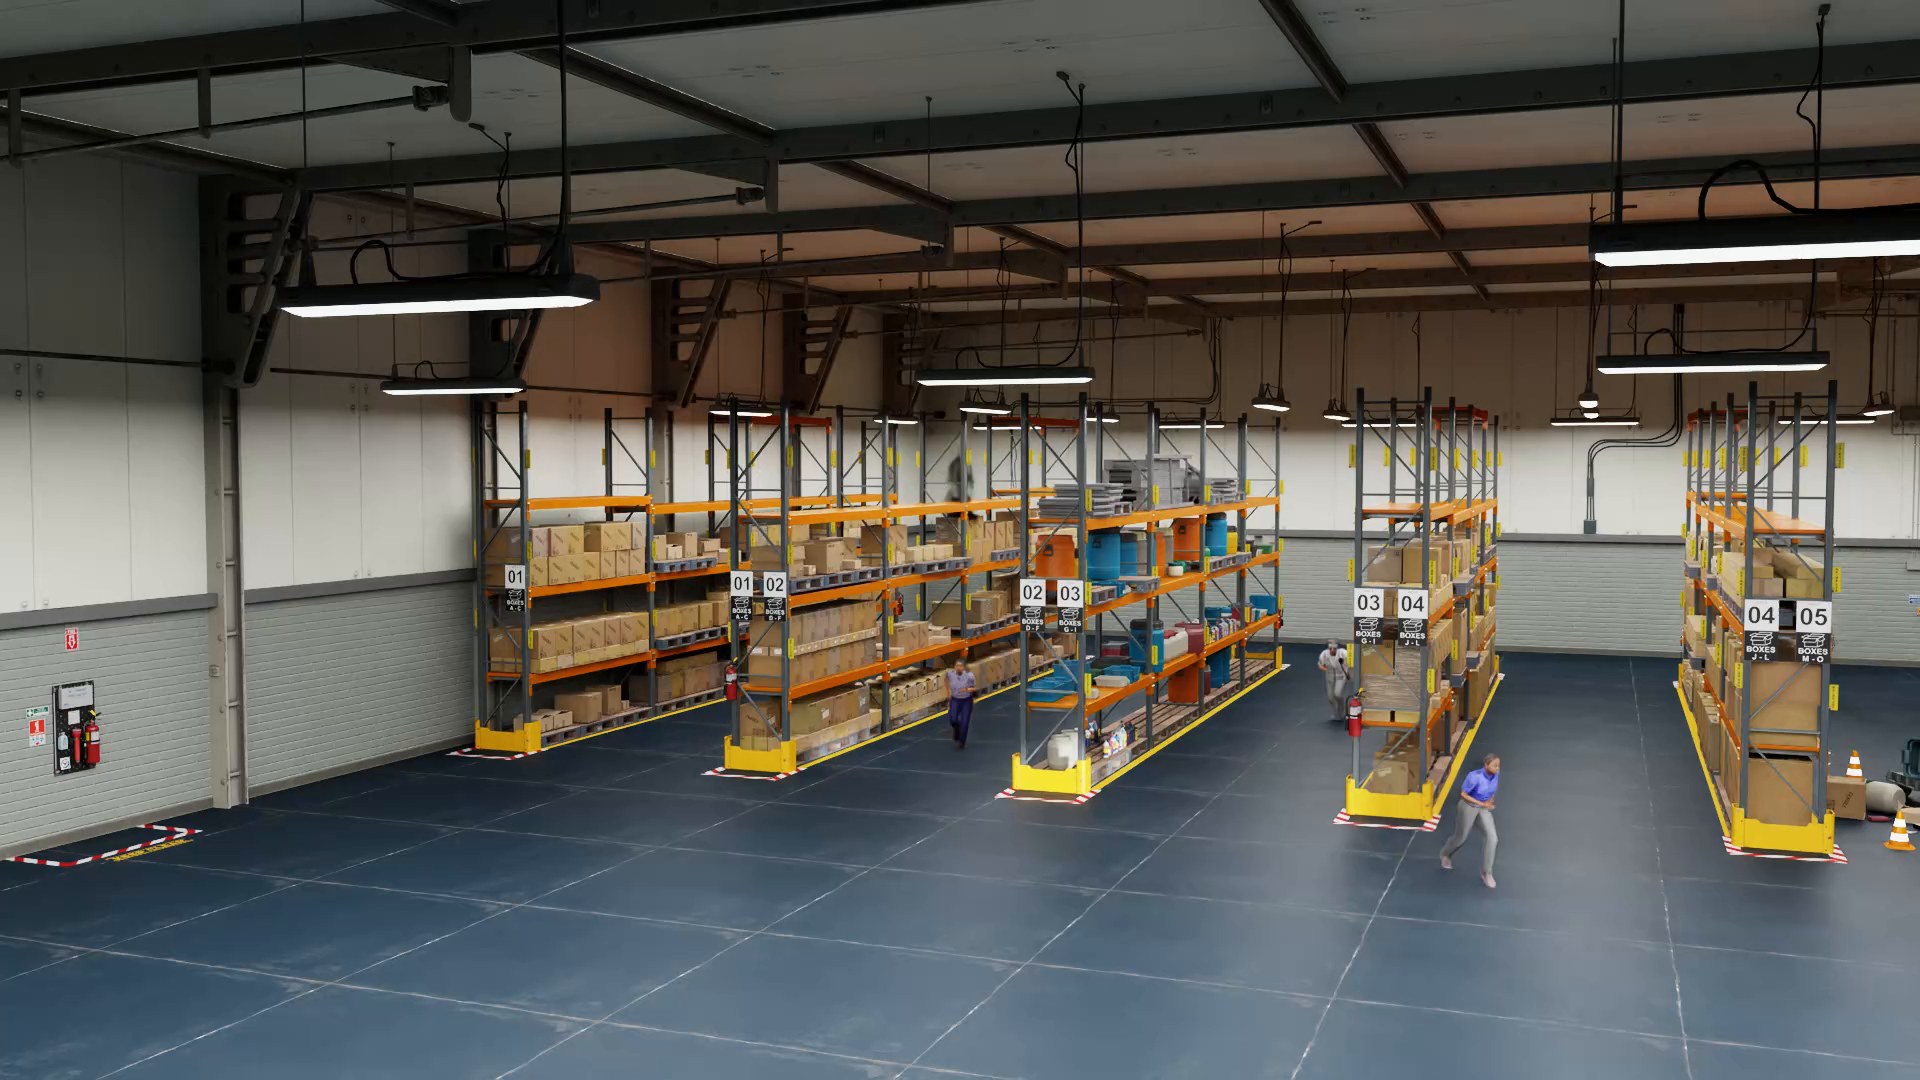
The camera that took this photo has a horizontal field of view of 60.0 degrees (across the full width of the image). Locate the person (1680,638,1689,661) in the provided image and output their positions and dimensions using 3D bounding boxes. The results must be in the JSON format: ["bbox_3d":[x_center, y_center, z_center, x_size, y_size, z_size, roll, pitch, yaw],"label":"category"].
[{"bbox_3d":[16.500,2.325,37.413,0.541,1.722,0.685,1,3,23],"label":"person"}]

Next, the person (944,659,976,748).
[{"bbox_3d":[-0.005,2.826,28.649,0.590,1.567,0.739,0,3,5],"label":"person"}]

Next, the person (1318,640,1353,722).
[{"bbox_3d":[7.188,2.671,31.619,0.701,1.598,0.964,1,3,26],"label":"person"}]

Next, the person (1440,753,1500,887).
[{"bbox_3d":[6.094,3.280,19.830,0.618,1.615,0.962,-1,3,-25],"label":"person"}]
